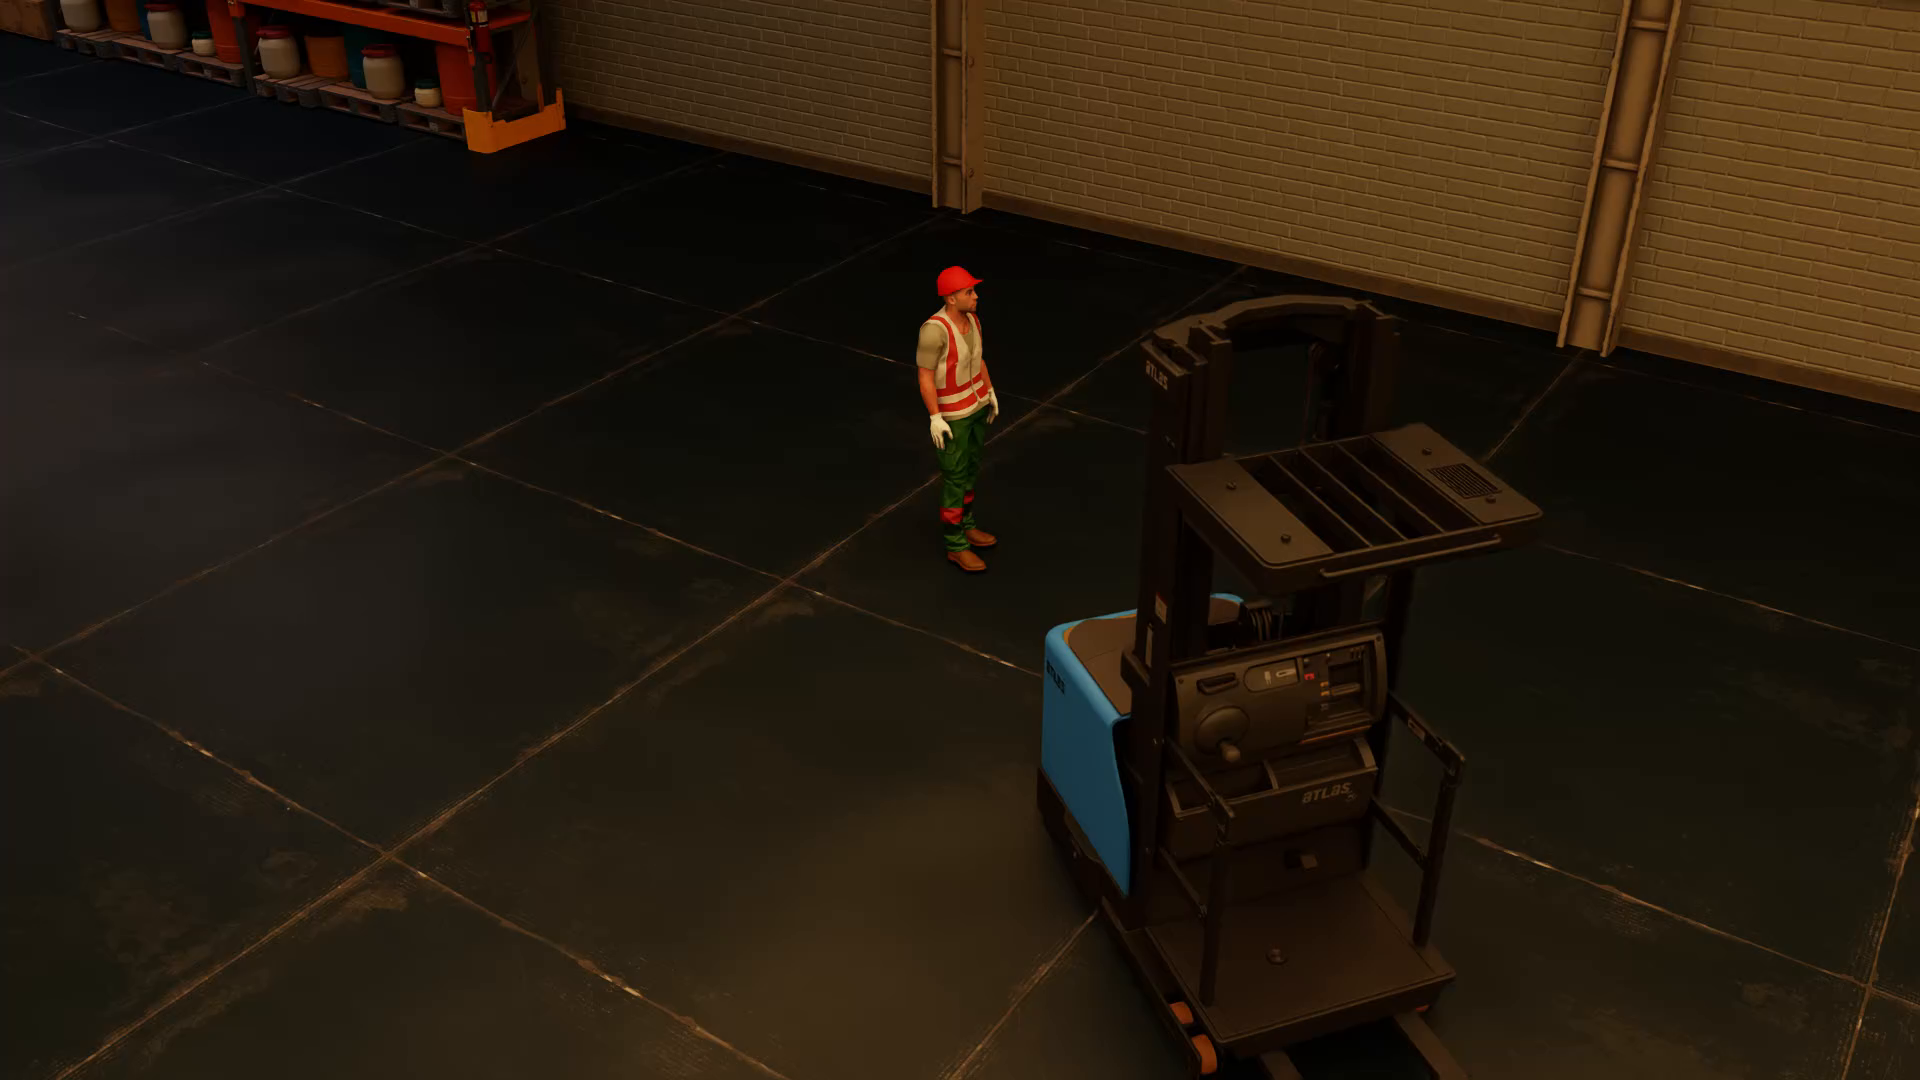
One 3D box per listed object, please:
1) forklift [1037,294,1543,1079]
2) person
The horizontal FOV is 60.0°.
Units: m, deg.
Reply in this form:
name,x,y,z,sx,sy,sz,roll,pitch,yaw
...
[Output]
name,x,y,z,sx,sy,sz,roll,pitch,yaw
forklift,1.351,0.674,6.421,1.130,2.935,3.031,-10,32,-17
person,0.060,-0.752,9.999,0.562,1.790,0.637,19,35,29
